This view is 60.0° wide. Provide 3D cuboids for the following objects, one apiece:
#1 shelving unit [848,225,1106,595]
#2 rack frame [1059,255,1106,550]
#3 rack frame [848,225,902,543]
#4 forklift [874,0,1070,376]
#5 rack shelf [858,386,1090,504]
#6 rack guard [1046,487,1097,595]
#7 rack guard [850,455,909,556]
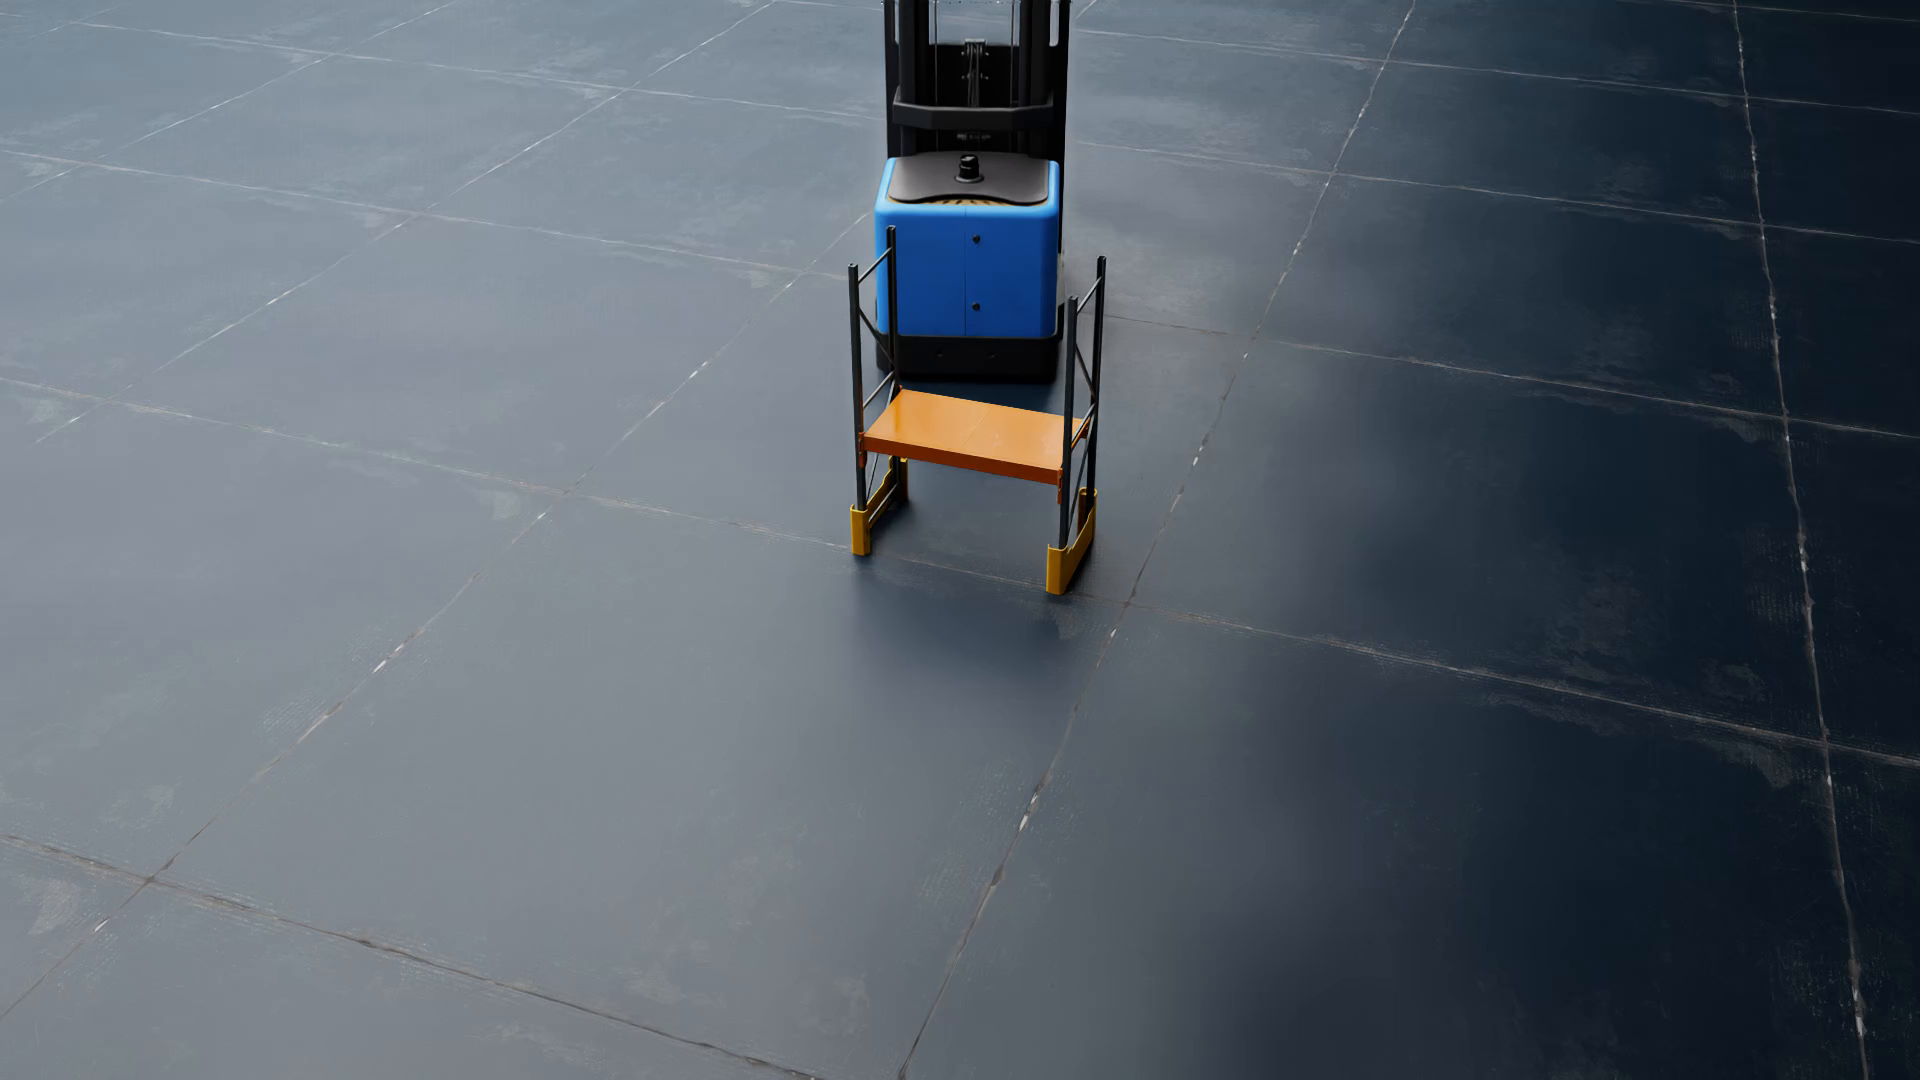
[{"bbox_3d":[0.072,-0.616,7.822,1.083,1.500,0.587,11,34,16],"label":"shelving unit"},{"bbox_3d":[0.559,-0.521,7.675,0.032,1.500,0.500,11,34,16],"label":"rack frame"},{"bbox_3d":[-0.398,-0.707,7.963,0.032,1.500,0.500,11,34,16],"label":"rack frame"},{"bbox_3d":[0.112,-2.946,10.111,1.130,2.935,3.031,2,33,3],"label":"forklift"},{"bbox_3d":[0.080,-0.463,7.917,1.000,0.185,0.538,11,34,16],"label":"rack shelf"},{"bbox_3d":[0.541,0.000,8.019,0.087,0.250,0.587,11,34,16],"label":"rack guard"},{"bbox_3d":[-0.397,-0.182,8.302,0.087,0.250,0.587,11,34,16],"label":"rack guard"}]
